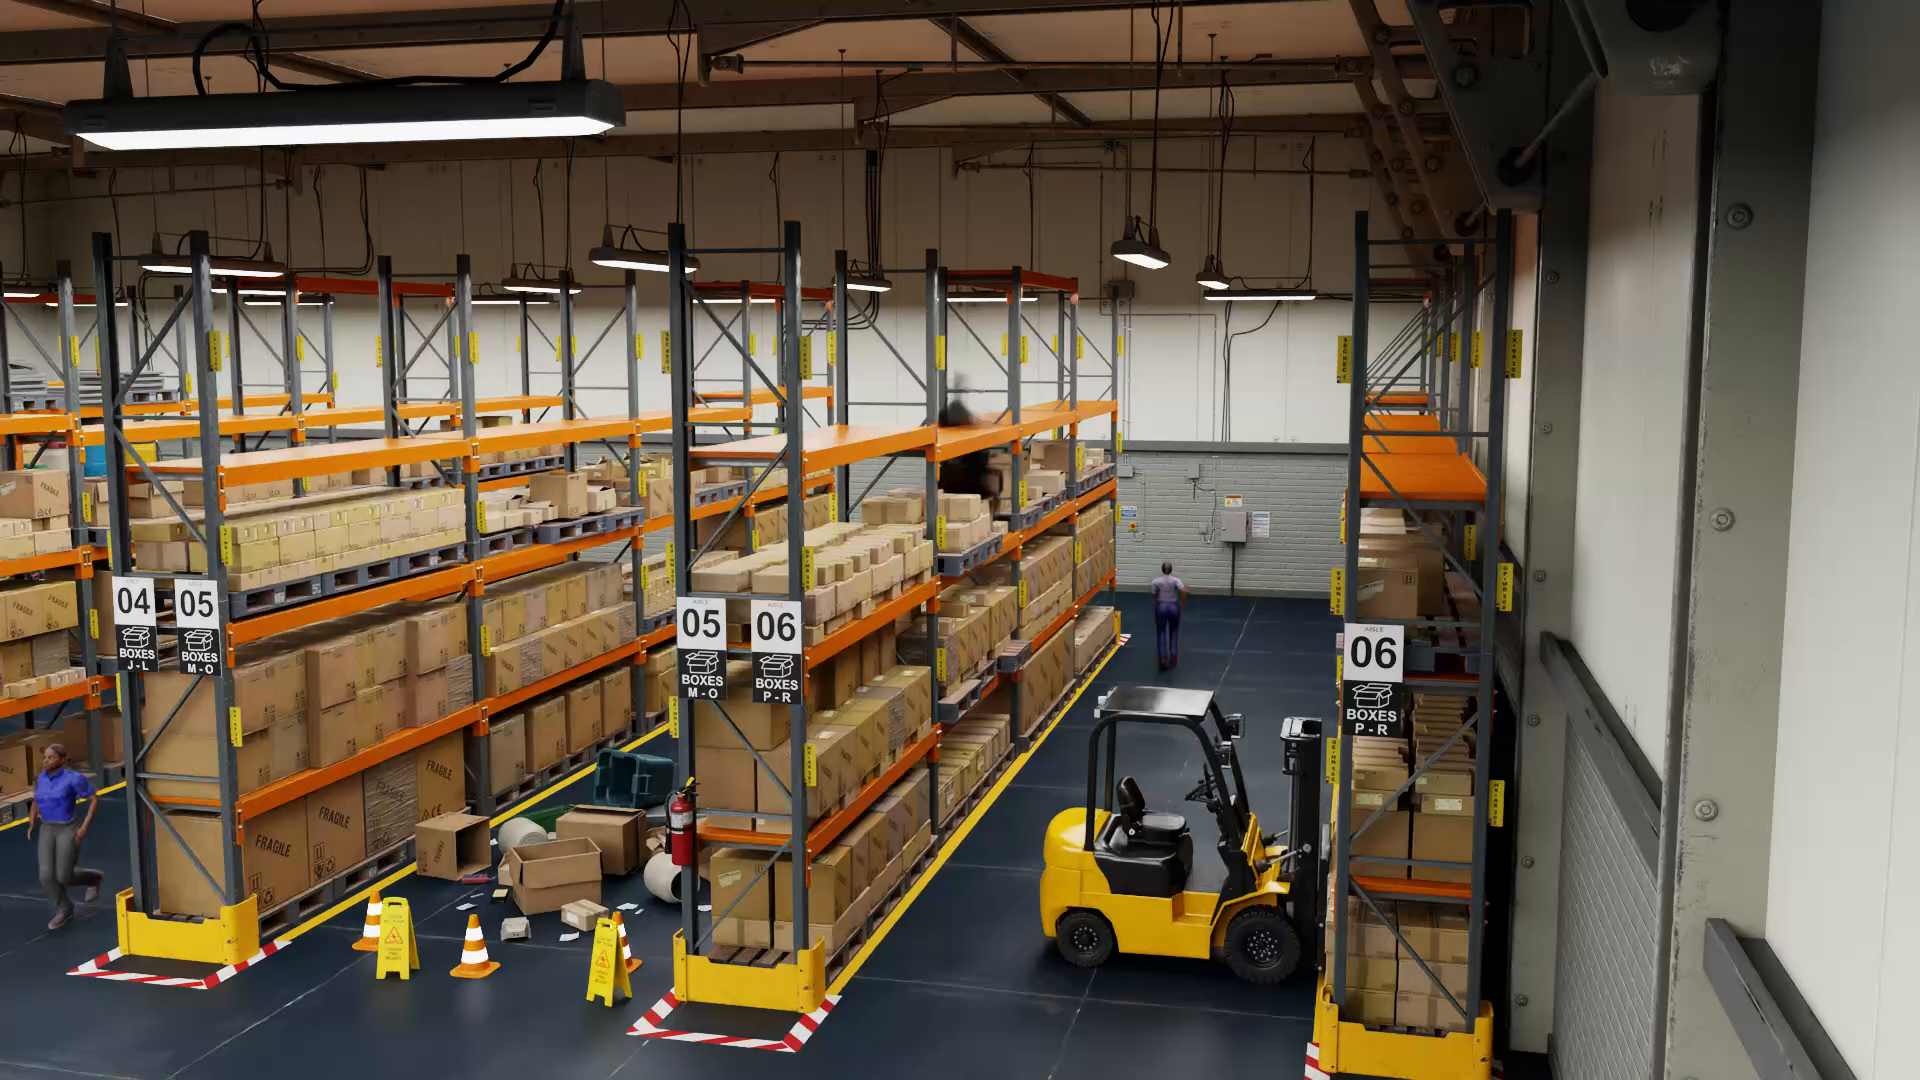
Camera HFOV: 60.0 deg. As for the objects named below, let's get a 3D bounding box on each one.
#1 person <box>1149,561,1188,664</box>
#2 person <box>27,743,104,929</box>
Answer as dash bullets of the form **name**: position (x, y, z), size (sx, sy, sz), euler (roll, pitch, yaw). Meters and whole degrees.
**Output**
- **person**: position (3.268, 1.172, 26.191), size (0.574, 1.697, 0.706), euler (0, 7, 2)
- **person**: position (-7.929, 2.587, 14.753), size (0.604, 1.622, 0.592), euler (1, 7, 8)
